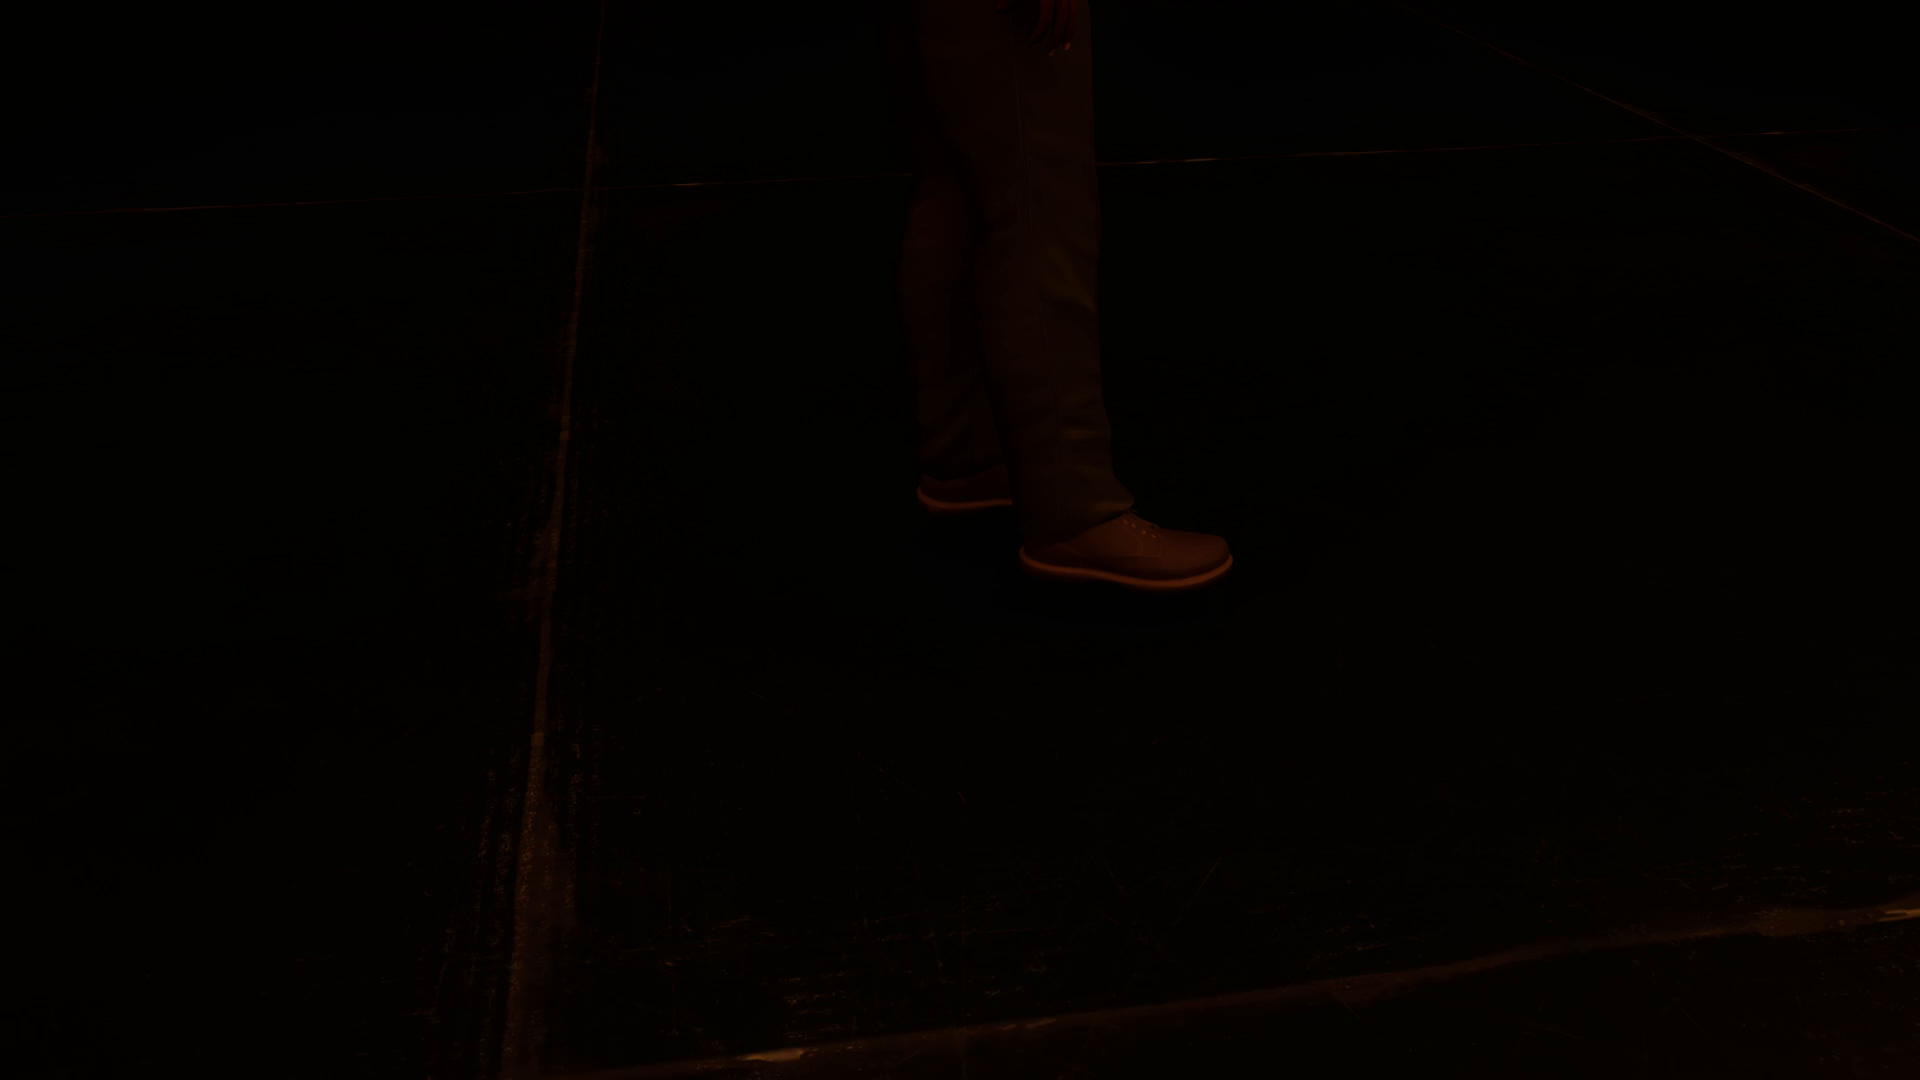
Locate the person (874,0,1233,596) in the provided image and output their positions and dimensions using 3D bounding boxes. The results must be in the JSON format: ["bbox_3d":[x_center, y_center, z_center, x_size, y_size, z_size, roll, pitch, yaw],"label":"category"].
[{"bbox_3d":[0.089,-0.770,2.086,0.504,1.654,0.569,-5,28,-9],"label":"person"}]

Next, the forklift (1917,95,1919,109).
[{"bbox_3d":[4.140,-2.639,4.347,3.031,2.935,1.130,-19,33,-31],"label":"forklift"}]
